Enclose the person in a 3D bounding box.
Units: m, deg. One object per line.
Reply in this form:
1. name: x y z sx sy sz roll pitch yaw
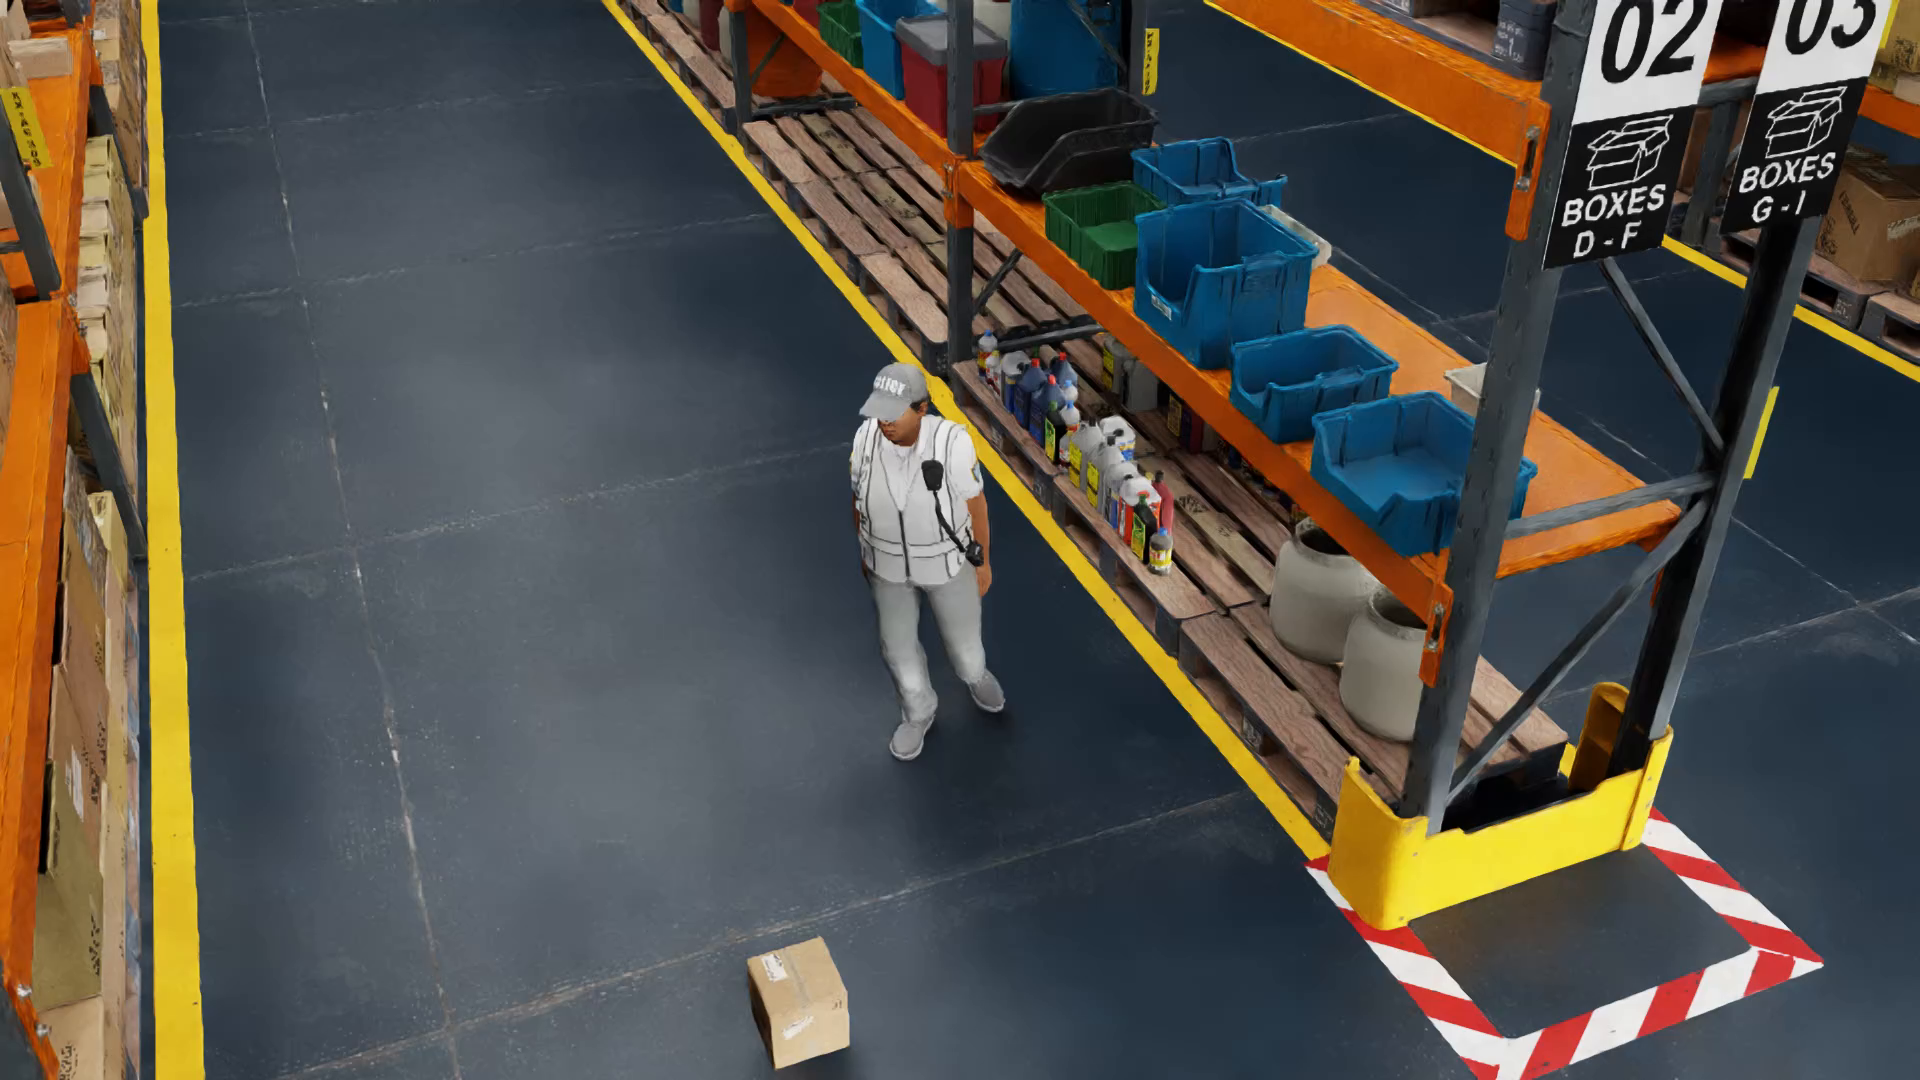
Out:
1. person: -0.116 0.053 6.061 0.547 1.655 0.582 7 34 11
